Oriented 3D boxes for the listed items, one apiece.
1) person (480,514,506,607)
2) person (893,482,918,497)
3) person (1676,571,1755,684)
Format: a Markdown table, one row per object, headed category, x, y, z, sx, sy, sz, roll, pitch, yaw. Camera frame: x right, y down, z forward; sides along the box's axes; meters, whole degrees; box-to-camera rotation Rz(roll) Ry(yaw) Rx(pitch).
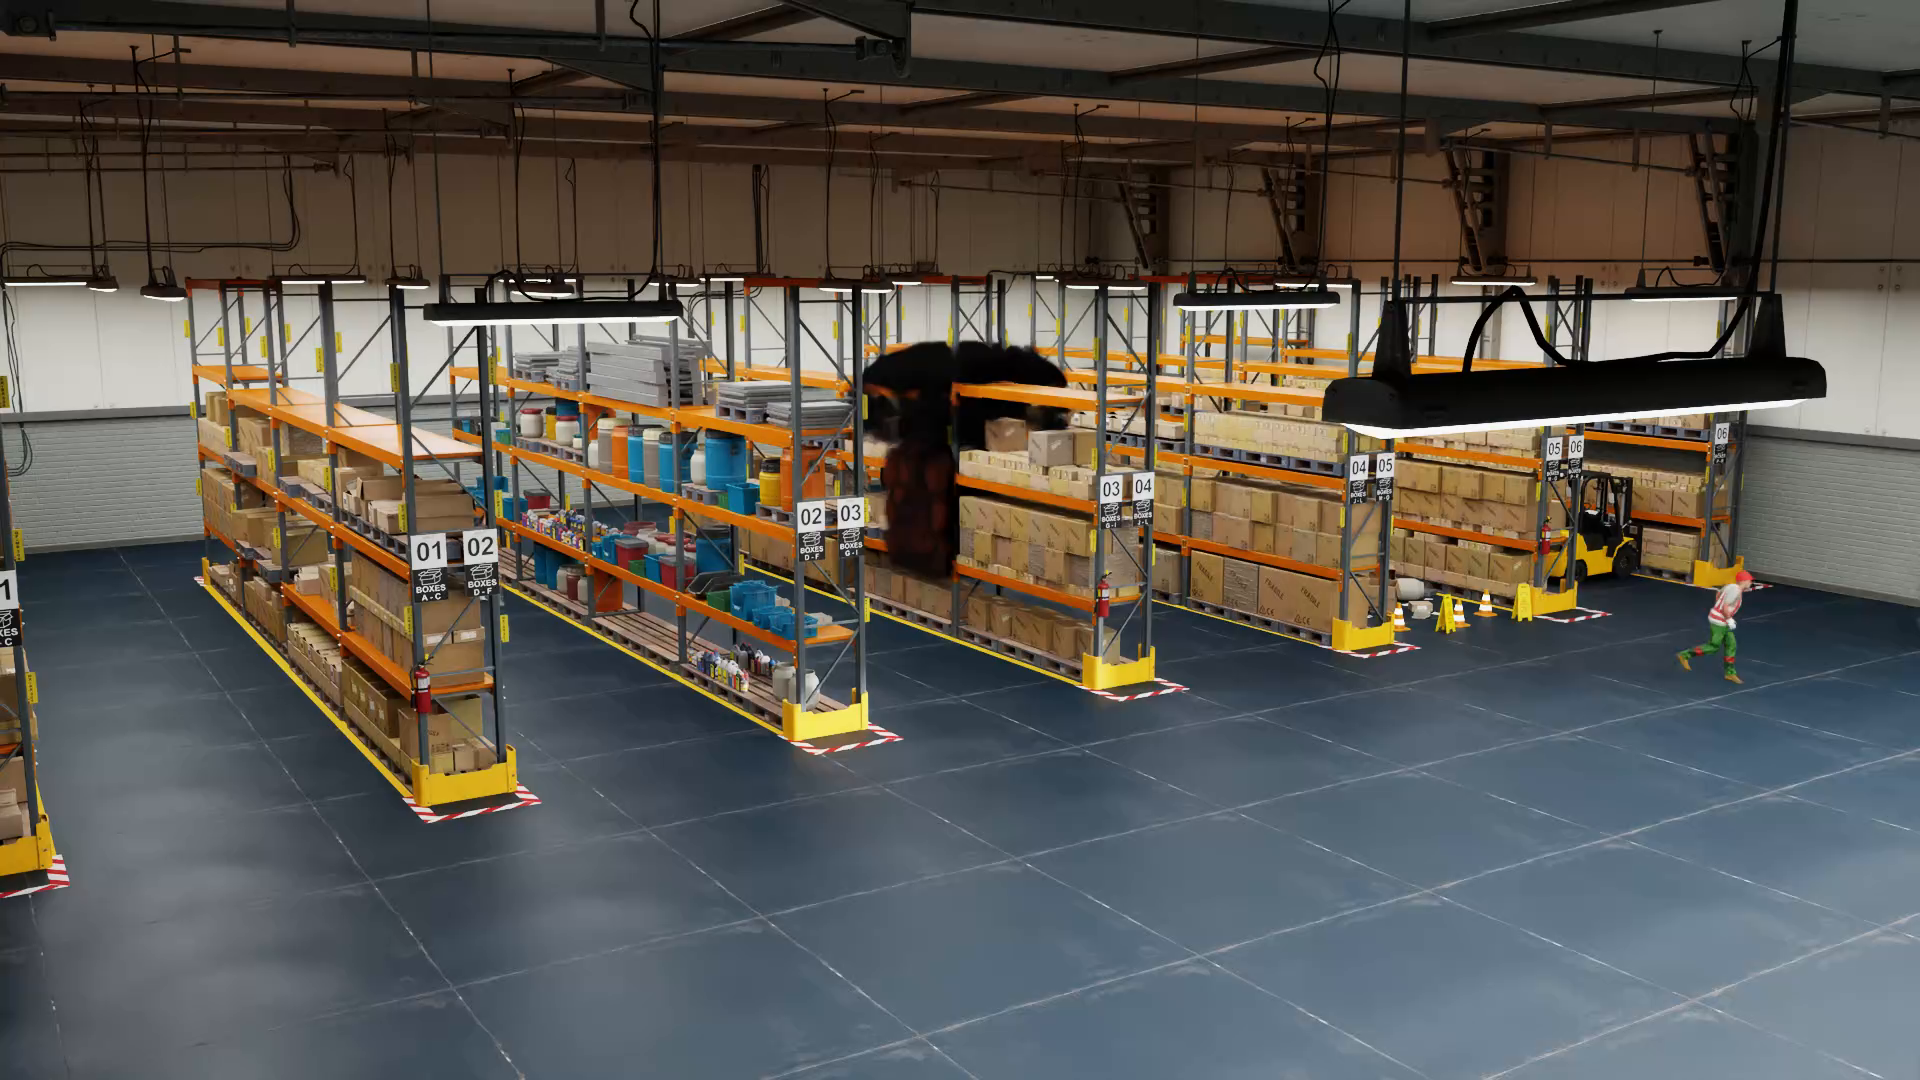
| category | x | y | z | sx | sy | sz | roll | pitch | yaw |
| --- | --- | --- | --- | --- | --- | --- | --- | --- | --- |
| person | -8.728 | 0.349 | 30.774 | 0.560 | 1.688 | 0.904 | -8 | 12 | -39 |
| person | -1.442 | -1.539 | 42.025 | 0.927 | 1.733 | 0.737 | 3 | 10 | 19 |
| person | 11.463 | 1.298 | 25.264 | 1.021 | 1.729 | 0.677 | 3 | 10 | 15 |
